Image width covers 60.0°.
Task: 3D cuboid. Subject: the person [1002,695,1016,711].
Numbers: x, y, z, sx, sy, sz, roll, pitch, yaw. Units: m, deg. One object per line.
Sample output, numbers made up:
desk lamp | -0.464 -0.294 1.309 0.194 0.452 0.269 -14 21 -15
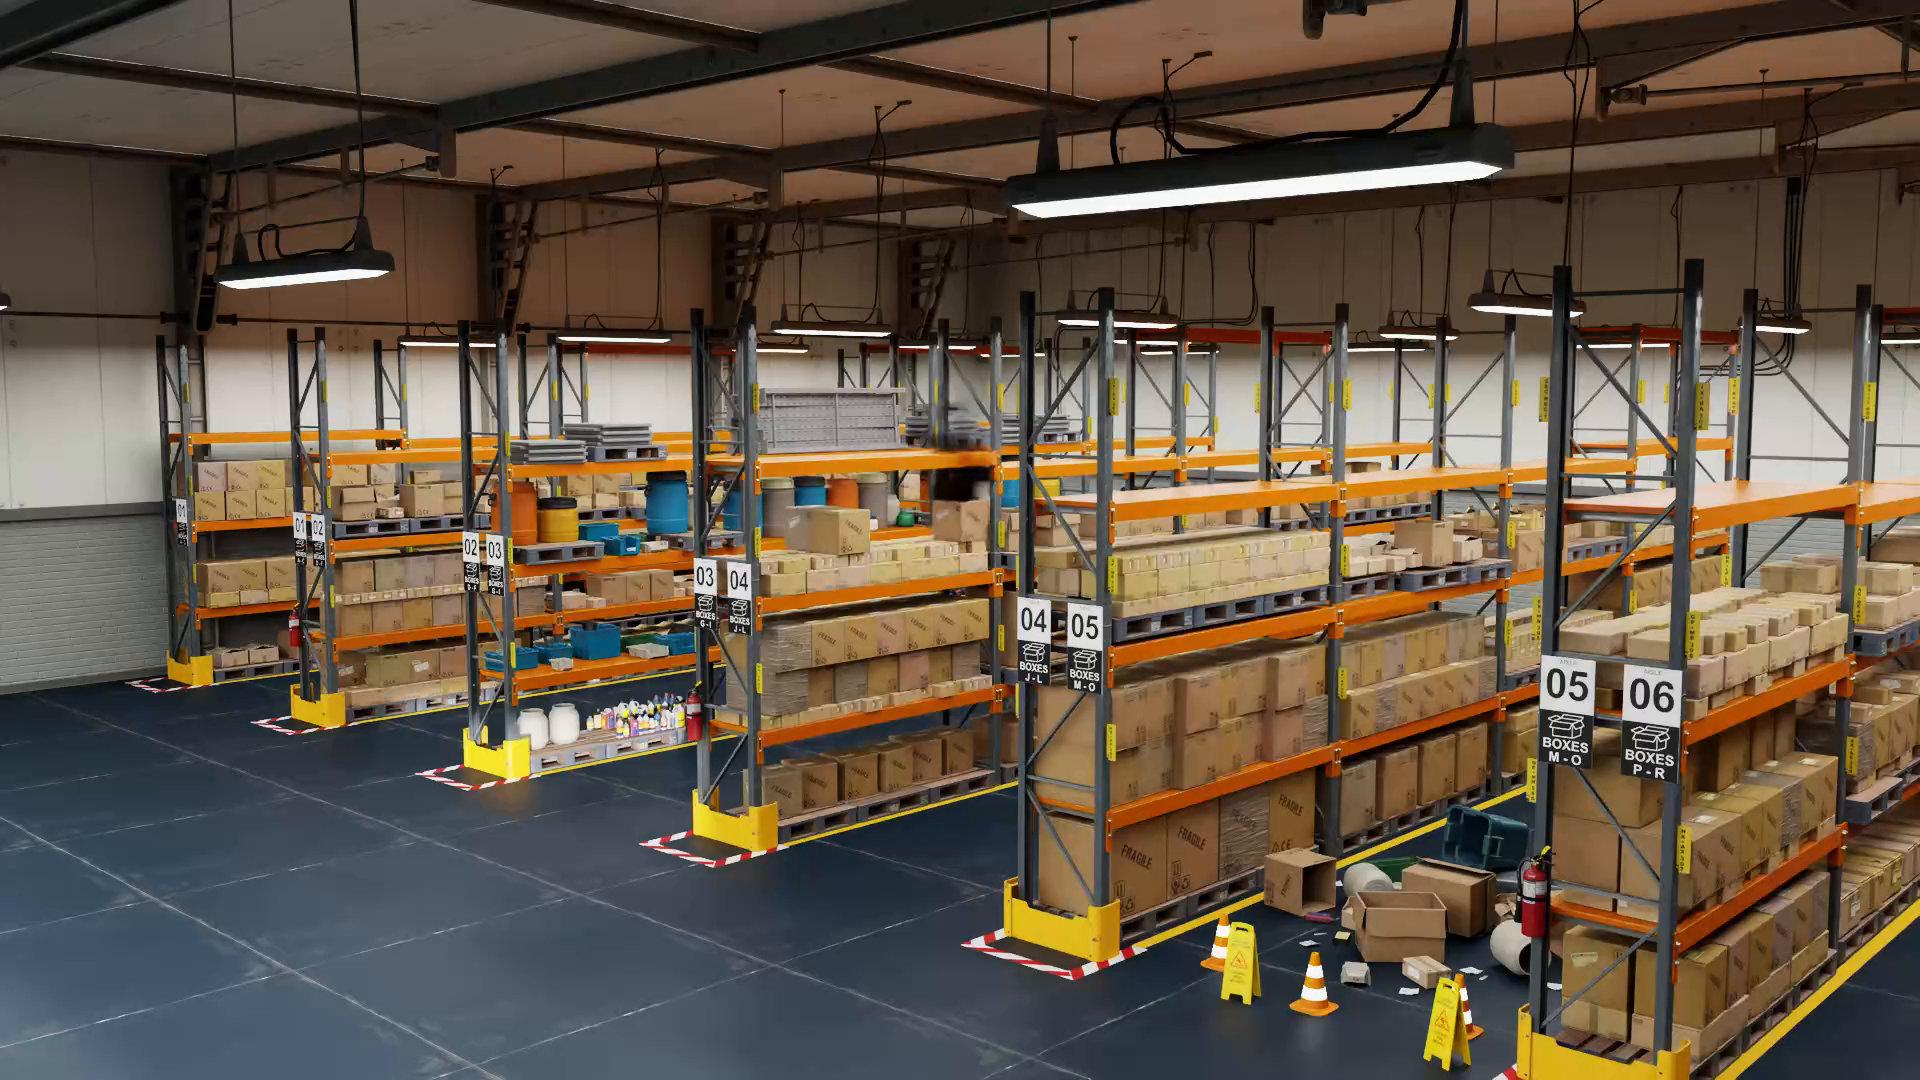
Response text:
person | 0.751 1.932 25.179 0.656 1.738 0.590 4 6 33

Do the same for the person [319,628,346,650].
person | -10.232 1.728 27.437 0.574 1.721 0.883 3 6 30

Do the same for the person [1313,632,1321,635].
person | 4.860 2.127 22.623 0.701 1.758 0.991 4 7 35
